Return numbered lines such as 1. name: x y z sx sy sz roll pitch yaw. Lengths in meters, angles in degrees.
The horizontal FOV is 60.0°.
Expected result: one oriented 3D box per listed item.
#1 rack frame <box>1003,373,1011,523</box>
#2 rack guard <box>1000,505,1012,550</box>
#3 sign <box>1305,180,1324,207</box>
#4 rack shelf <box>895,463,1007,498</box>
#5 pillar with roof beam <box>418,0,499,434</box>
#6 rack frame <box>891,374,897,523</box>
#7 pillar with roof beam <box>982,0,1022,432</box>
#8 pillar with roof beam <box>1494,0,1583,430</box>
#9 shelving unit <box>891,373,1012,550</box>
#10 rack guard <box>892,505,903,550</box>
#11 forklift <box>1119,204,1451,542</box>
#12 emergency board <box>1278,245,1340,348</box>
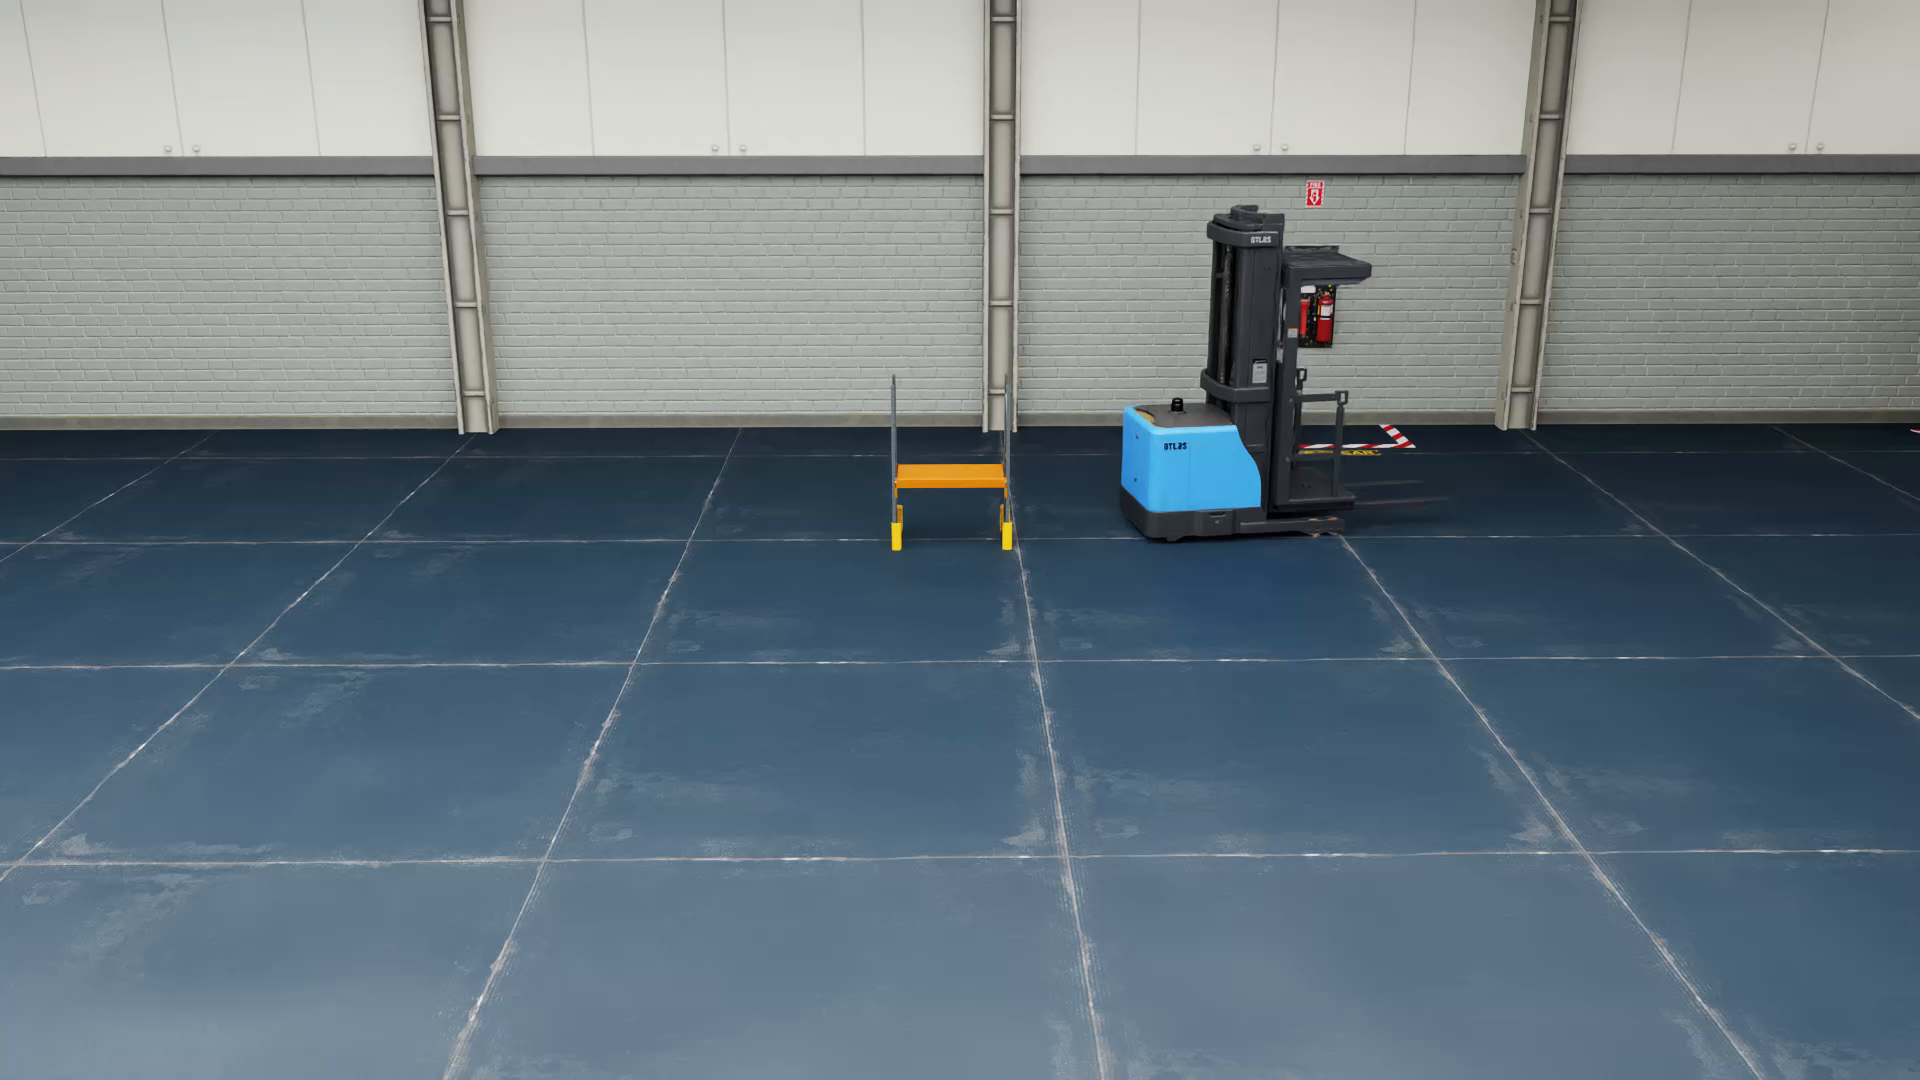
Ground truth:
1. rack frame: 0.423 -0.716 15.027 0.032 1.500 0.500 0 18 -1
2. rack guard: 0.422 -0.121 15.218 0.087 0.250 0.587 0 18 -1
3. sign: 3.977 -3.880 18.639 0.199 0.298 0.001 0 18 -1
4. rack shelf: -0.085 -0.542 15.075 1.000 0.185 0.538 0 18 -1
5. pillar with roof beam: -5.473 -4.230 13.703 0.400 9.000 9.100 0 18 -1
6. rack frame: -0.594 -0.711 15.012 0.032 1.500 0.500 0 18 -1
7. pillar with roof beam: 0.527 -4.259 13.793 0.400 9.000 9.100 0 18 -1
8. pillar with roof beam: 6.526 -4.288 13.884 0.400 9.000 9.100 0 18 -1
9. shelving unit: -0.076 -0.714 15.020 1.083 1.500 0.587 0 18 -1
10. rack guard: -0.574 -0.116 15.203 0.087 0.250 0.587 0 18 -1
11. forklift: 3.095 -1.583 15.386 3.031 2.935 1.130 -3 18 -10
12. emergency board: 3.986 -2.746 18.898 0.643 1.169 0.194 0 18 -1
